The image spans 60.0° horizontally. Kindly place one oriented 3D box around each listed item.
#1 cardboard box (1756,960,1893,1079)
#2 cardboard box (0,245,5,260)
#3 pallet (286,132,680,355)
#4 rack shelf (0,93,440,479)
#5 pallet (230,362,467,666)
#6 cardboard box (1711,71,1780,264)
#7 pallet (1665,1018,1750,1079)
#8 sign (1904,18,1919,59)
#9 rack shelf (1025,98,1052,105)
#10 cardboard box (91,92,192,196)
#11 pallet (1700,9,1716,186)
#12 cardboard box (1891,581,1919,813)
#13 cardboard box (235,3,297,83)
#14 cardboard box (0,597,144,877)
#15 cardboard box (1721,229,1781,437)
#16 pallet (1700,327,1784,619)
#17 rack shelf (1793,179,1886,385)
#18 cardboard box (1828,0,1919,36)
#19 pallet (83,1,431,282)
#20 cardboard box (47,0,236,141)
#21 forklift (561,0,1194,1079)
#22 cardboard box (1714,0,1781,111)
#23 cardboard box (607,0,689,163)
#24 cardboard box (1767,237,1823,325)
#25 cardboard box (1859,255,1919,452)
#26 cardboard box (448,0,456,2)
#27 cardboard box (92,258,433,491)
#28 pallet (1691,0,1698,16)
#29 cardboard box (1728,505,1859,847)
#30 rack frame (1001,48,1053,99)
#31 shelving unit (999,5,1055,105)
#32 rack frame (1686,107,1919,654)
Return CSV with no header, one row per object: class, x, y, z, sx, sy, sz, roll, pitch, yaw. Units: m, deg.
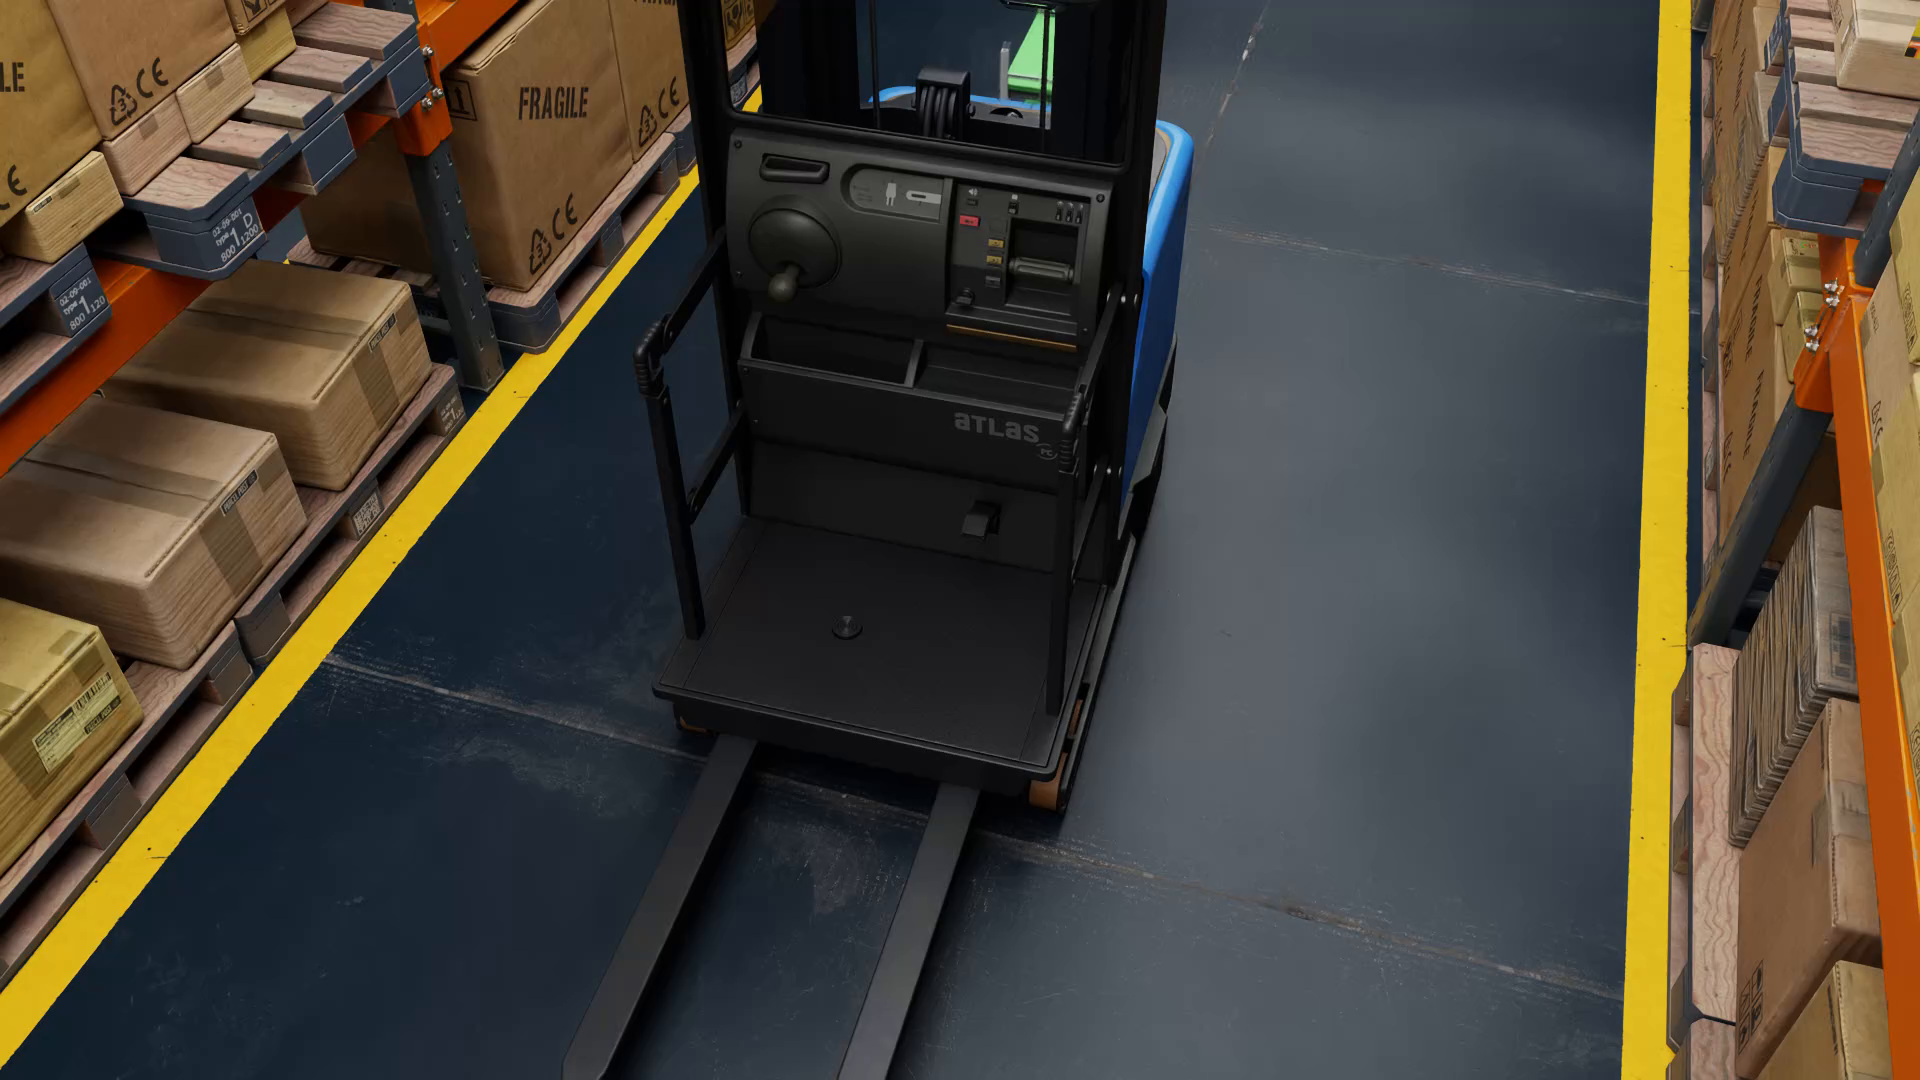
cardboard box,2.044,1.323,3.150,0.875,0.625,0.625,11,45,11
cardboard box,-2.363,-0.650,3.649,0.380,0.149,0.250,13,46,13
pallet,-1.781,-1.236,6.362,1.003,0.211,1.213,13,46,13
rack shelf,-2.698,-0.133,3.755,1.077,0.370,4.000,13,46,13
pallet,-2.330,-0.206,5.309,1.003,0.211,1.213,13,46,13
cardboard box,3.020,-1.289,5.910,0.500,0.500,0.500,11,45,11
pallet,1.982,1.674,3.389,1.003,0.211,1.213,13,46,13
sign,2.120,-1.168,3.528,0.100,0.325,0.005,13,46,13
rack shelf,0.309,-1.335,5.505,0.258,0.148,0.480,11,45,11
cardboard box,-2.097,-0.977,3.983,0.380,0.149,0.250,11,45,11
pallet,3.641,-1.793,6.932,1.003,0.211,1.213,13,46,13
cardboard box,1.966,0.303,2.903,0.500,0.250,0.500,11,45,11
cardboard box,-1.979,-1.321,4.334,0.380,0.149,0.250,13,46,13
cardboard box,-2.723,0.439,4.236,0.950,0.372,0.625,14,46,14
cardboard box,2.725,-0.590,5.195,0.500,0.500,0.500,12,46,12
pallet,2.902,-0.167,5.270,1.003,0.211,1.213,13,46,13
rack shelf,3.246,-1.750,5.408,1.077,0.370,4.000,13,46,13
cardboard box,2.651,-1.542,4.488,0.500,0.250,0.500,11,45,11
pallet,-2.206,-1.157,4.425,1.213,0.211,1.003,13,46,13
cardboard box,-2.111,-1.306,3.856,0.500,0.500,0.500,12,46,12
forklift,-0.165,-0.628,3.796,1.130,2.935,3.031,11,45,11
cardboard box,3.338,-1.965,6.601,0.500,0.500,0.500,12,46,12
cardboard box,-1.529,-2.150,6.521,0.875,0.875,0.875,13,46,13
cardboard box,2.601,-0.734,4.879,0.380,0.149,0.250,10,45,10
cardboard box,2.273,-0.376,3.597,0.500,0.250,0.500,13,46,13
cardboard box,-1.704,-1.942,5.197,0.500,0.250,0.500,12,46,12
cardboard box,-2.272,-0.559,5.255,0.950,0.372,0.625,10,45,10
pallet,4.060,-2.801,7.962,1.003,0.211,1.213,13,46,13
cardboard box,2.438,0.437,4.056,0.875,0.625,0.625,14,46,14
rack frame,0.244,-1.045,5.460,0.240,1.200,0.015,11,45,11
shelving unit,0.309,-1.209,5.628,0.258,1.200,0.503,11,45,11
rack frame,2.640,-0.674,3.794,1.000,3.000,0.127,13,46,13
